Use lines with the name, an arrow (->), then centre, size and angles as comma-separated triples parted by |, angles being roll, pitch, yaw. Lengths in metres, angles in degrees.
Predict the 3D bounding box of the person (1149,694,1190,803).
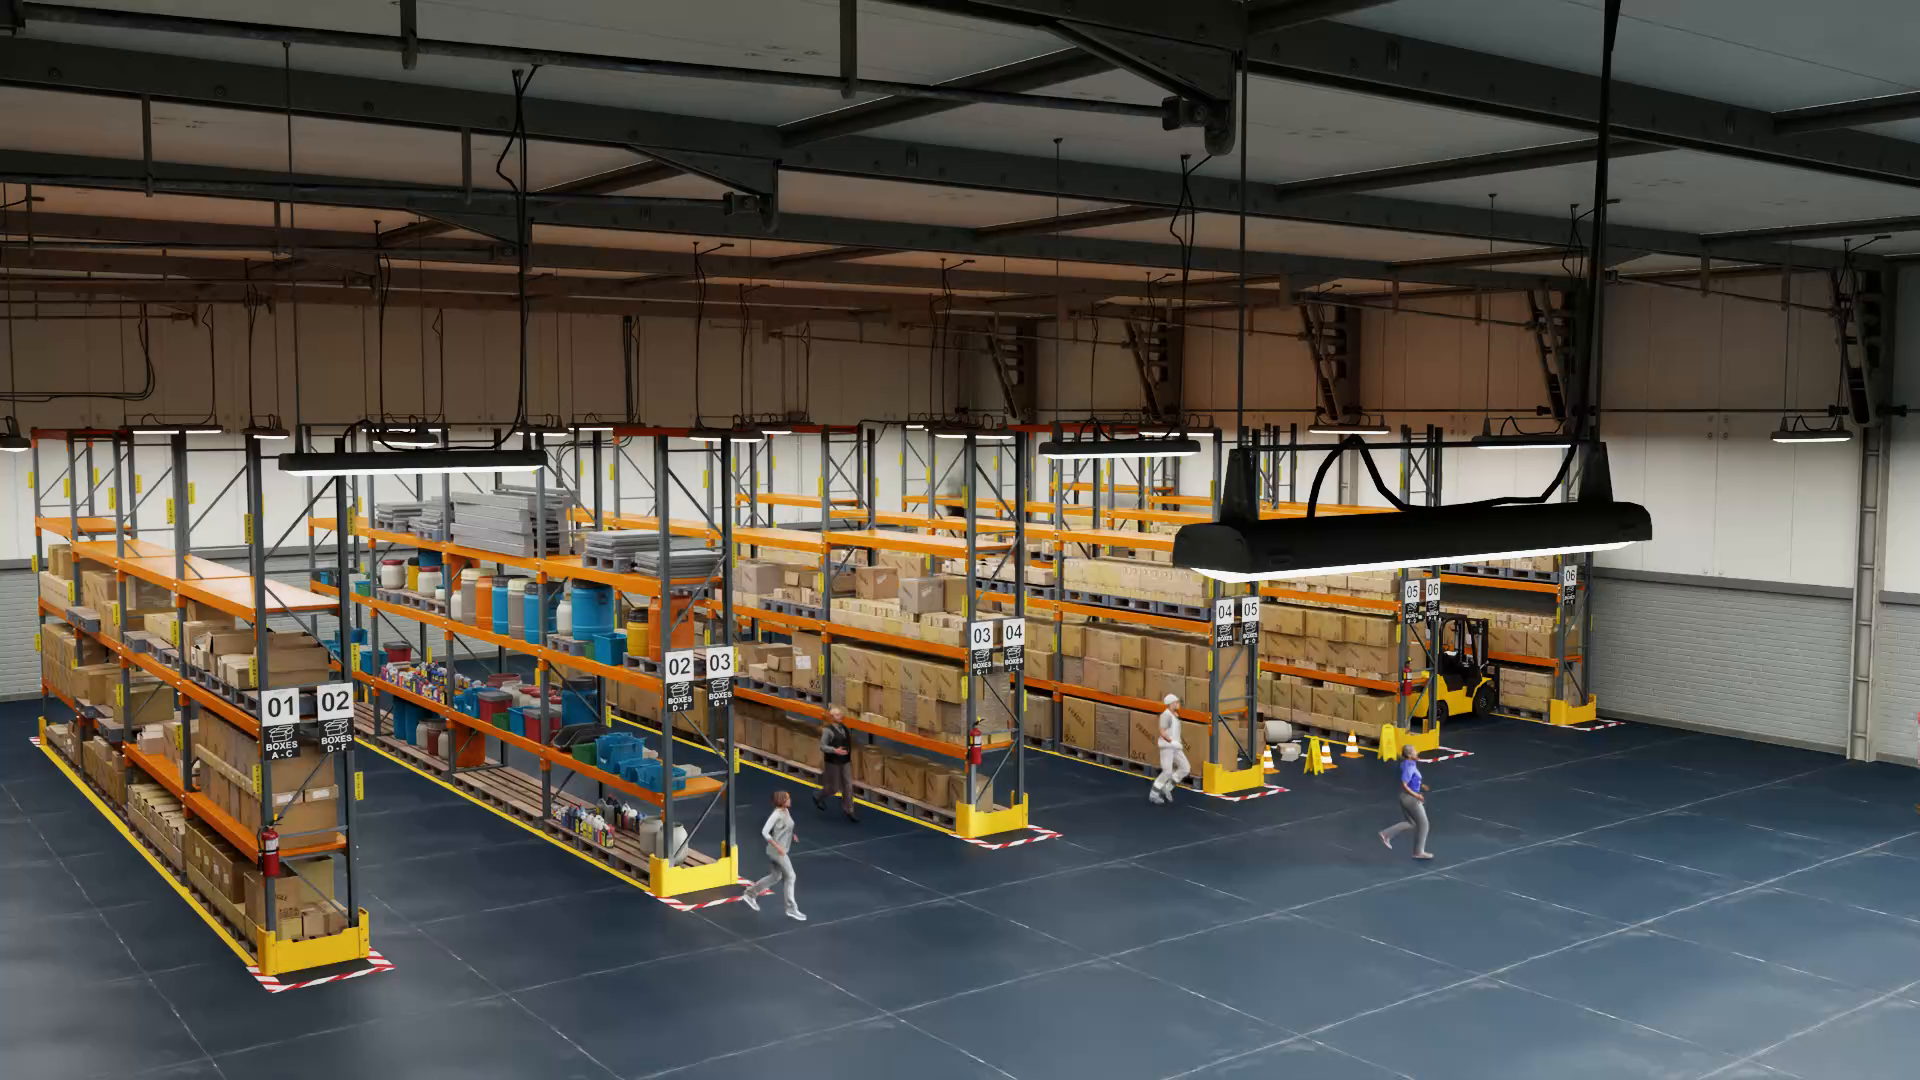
person -> 3.423, 3.349, 26.816 | 0.602, 1.724, 0.719 | 3, 5, 30

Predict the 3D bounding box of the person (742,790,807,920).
person -> -2.310, 3.901, 20.695 | 0.805, 1.608, 0.550 | 0, 4, 0

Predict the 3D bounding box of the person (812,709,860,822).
person -> -1.902, 3.453, 25.673 | 0.935, 1.718, 0.661 | 4, 6, 42

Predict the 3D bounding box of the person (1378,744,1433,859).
person -> 6.316, 3.682, 23.437 | 0.730, 1.613, 0.585 | 0, 4, 3
